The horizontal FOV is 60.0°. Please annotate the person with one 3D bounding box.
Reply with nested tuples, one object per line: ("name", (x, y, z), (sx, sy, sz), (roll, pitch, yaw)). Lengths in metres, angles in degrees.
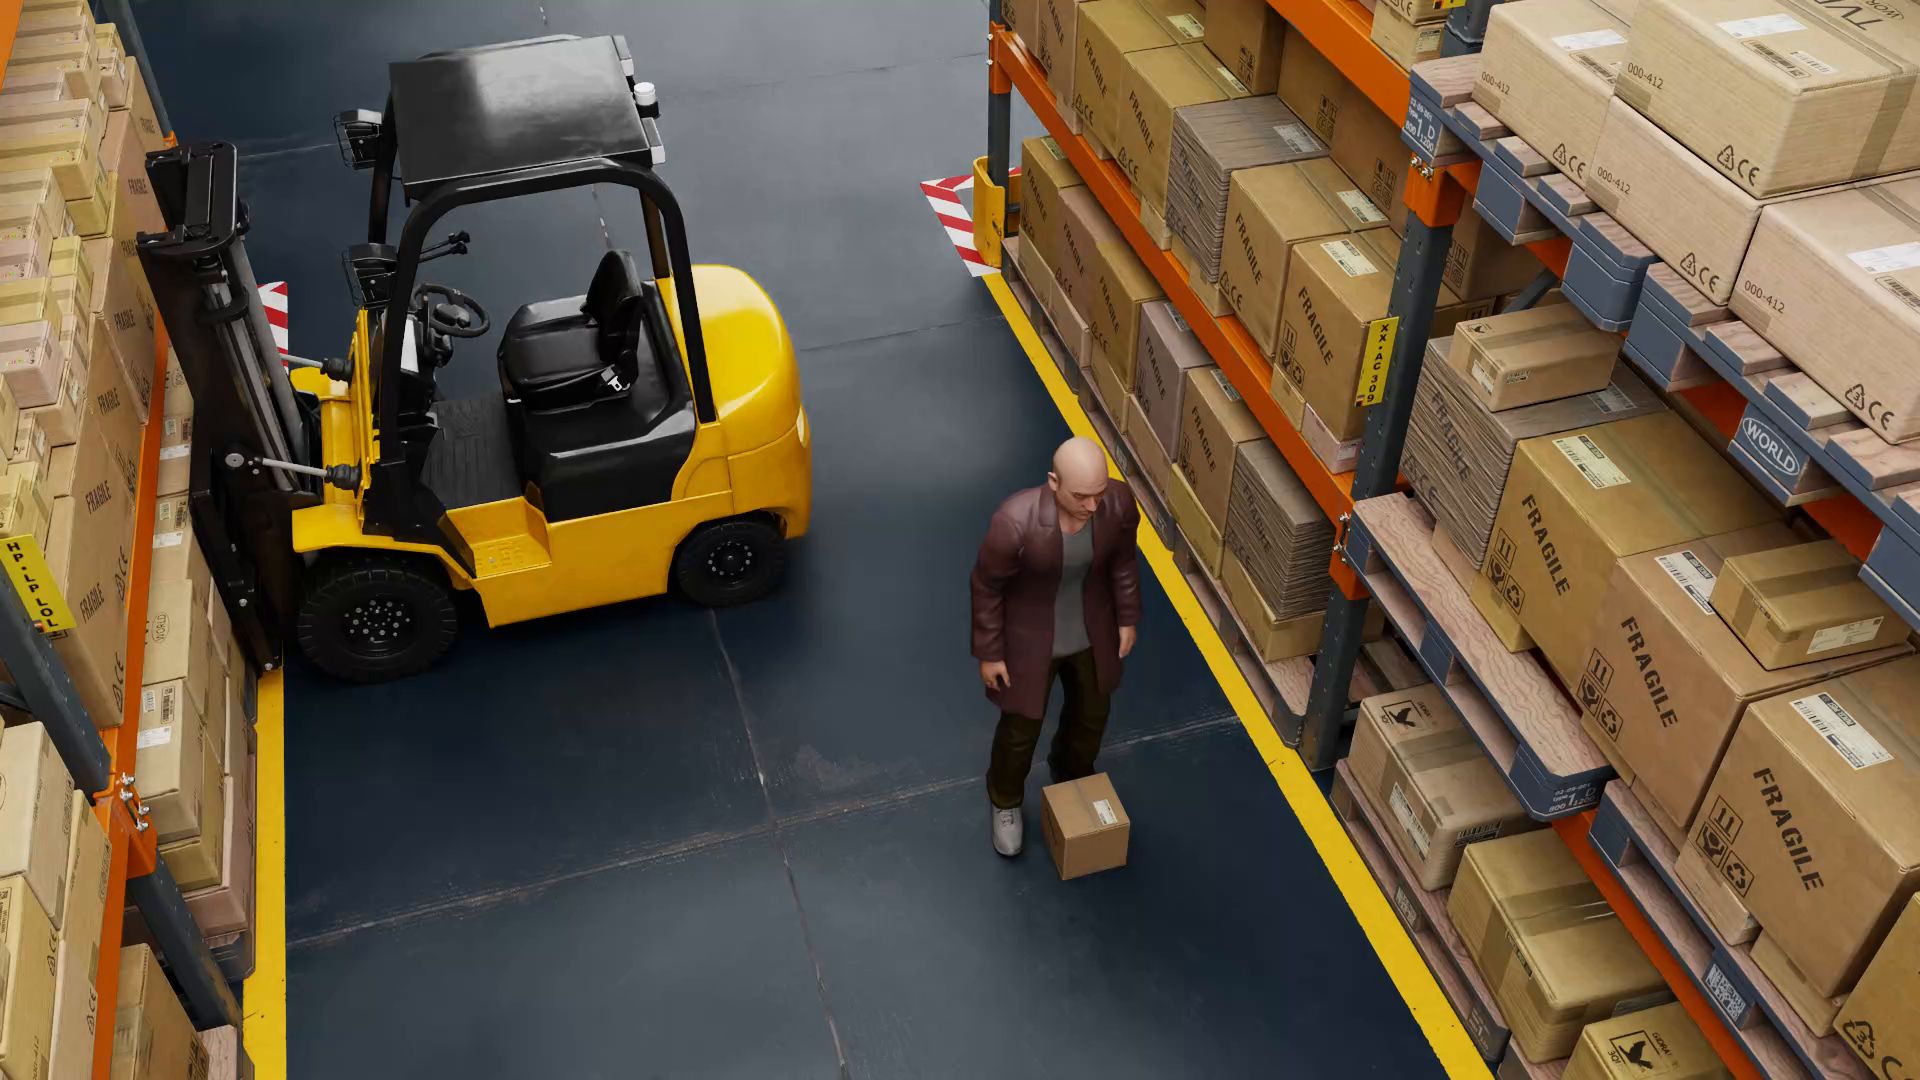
("person", (0.341, 0.340, 5.790), (0.641, 1.773, 0.431), (-14, 44, -15))
